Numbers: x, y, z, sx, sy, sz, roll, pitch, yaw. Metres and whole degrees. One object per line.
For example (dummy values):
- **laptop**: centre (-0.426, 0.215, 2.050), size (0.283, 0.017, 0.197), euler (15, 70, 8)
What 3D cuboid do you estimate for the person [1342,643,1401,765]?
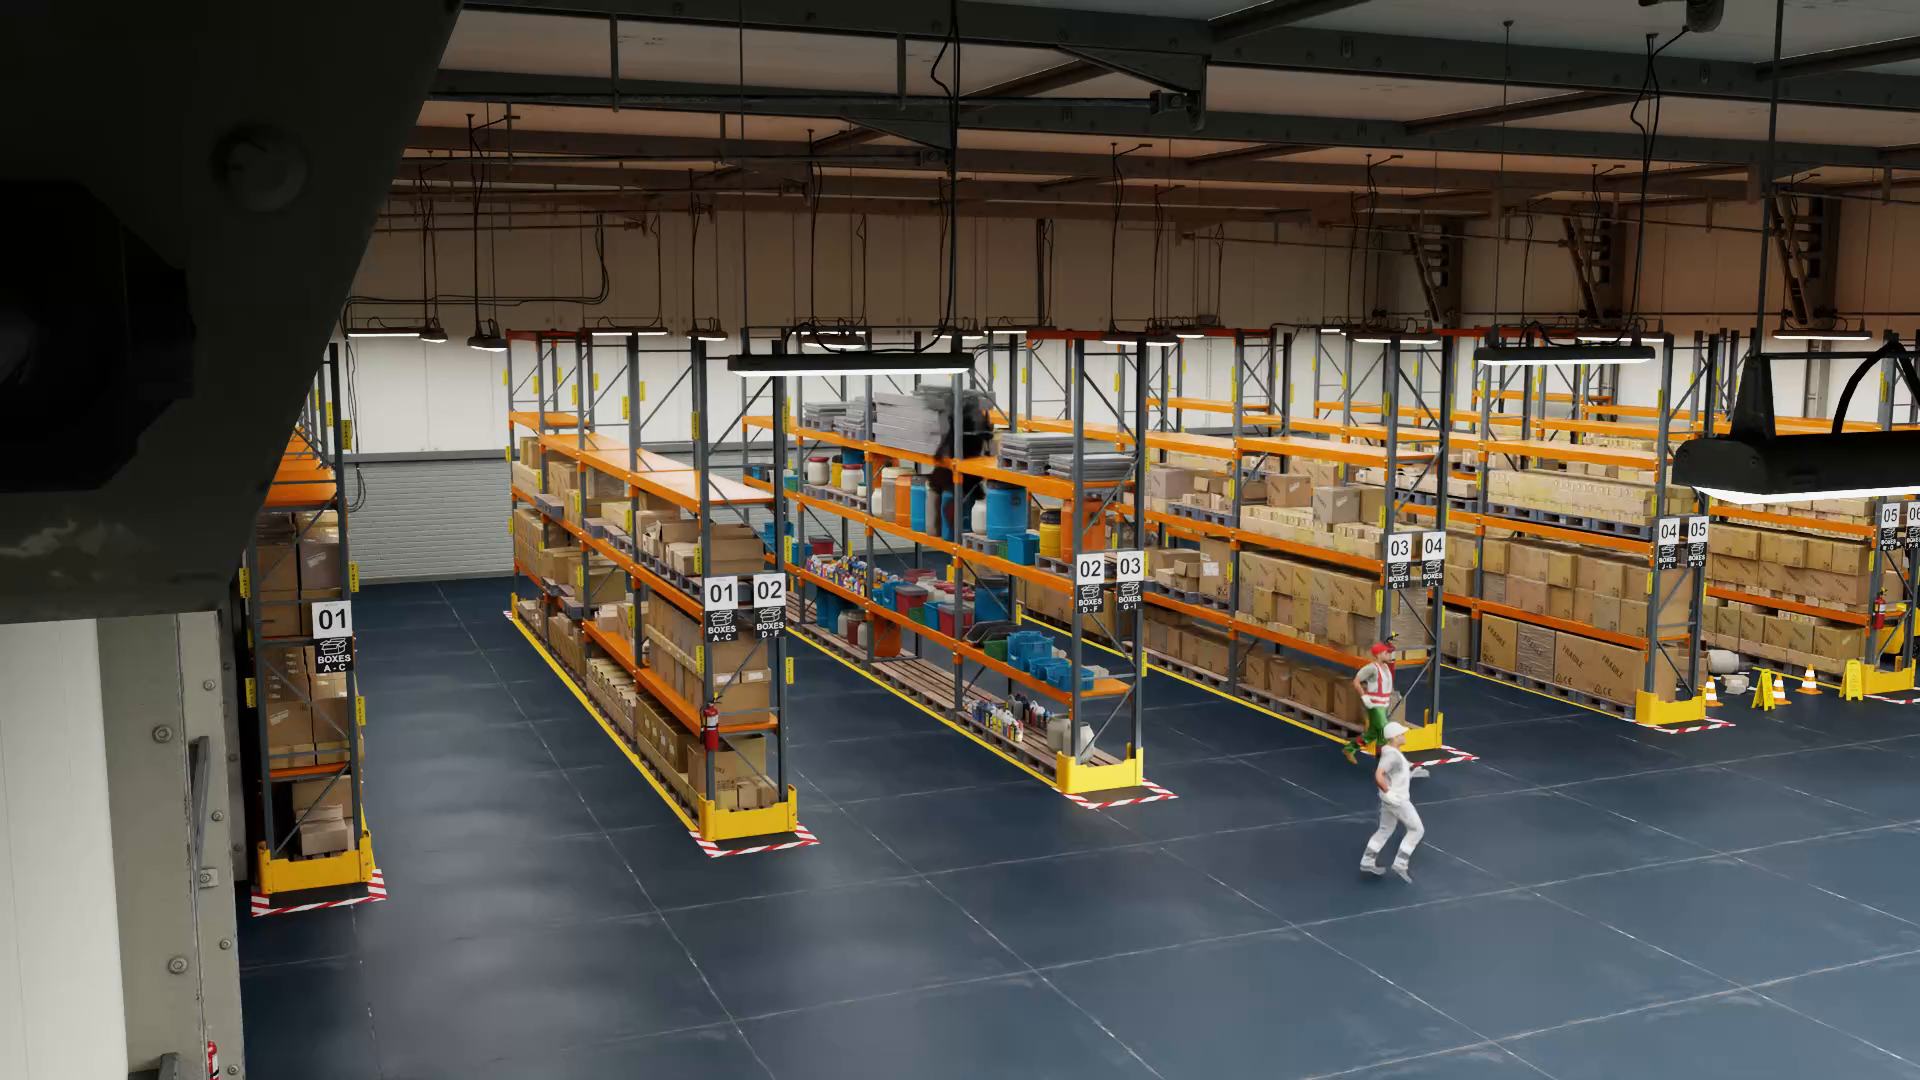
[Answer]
- **person**: centre (5.779, 2.324, 23.127), size (0.854, 1.775, 0.696), euler (6, 10, 37)

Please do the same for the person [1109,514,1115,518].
- **person**: centre (3.494, 0.183, 39.230), size (0.627, 1.596, 0.673), euler (-1, 8, -6)

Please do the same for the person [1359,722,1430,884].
- **person**: centre (4.875, 2.930, 18.585), size (0.741, 1.818, 0.645), euler (0, 8, 1)

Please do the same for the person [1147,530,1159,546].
- **person**: centre (4.913, -0.161, 42.030), size (0.928, 1.539, 0.638), euler (2, 8, 17)
